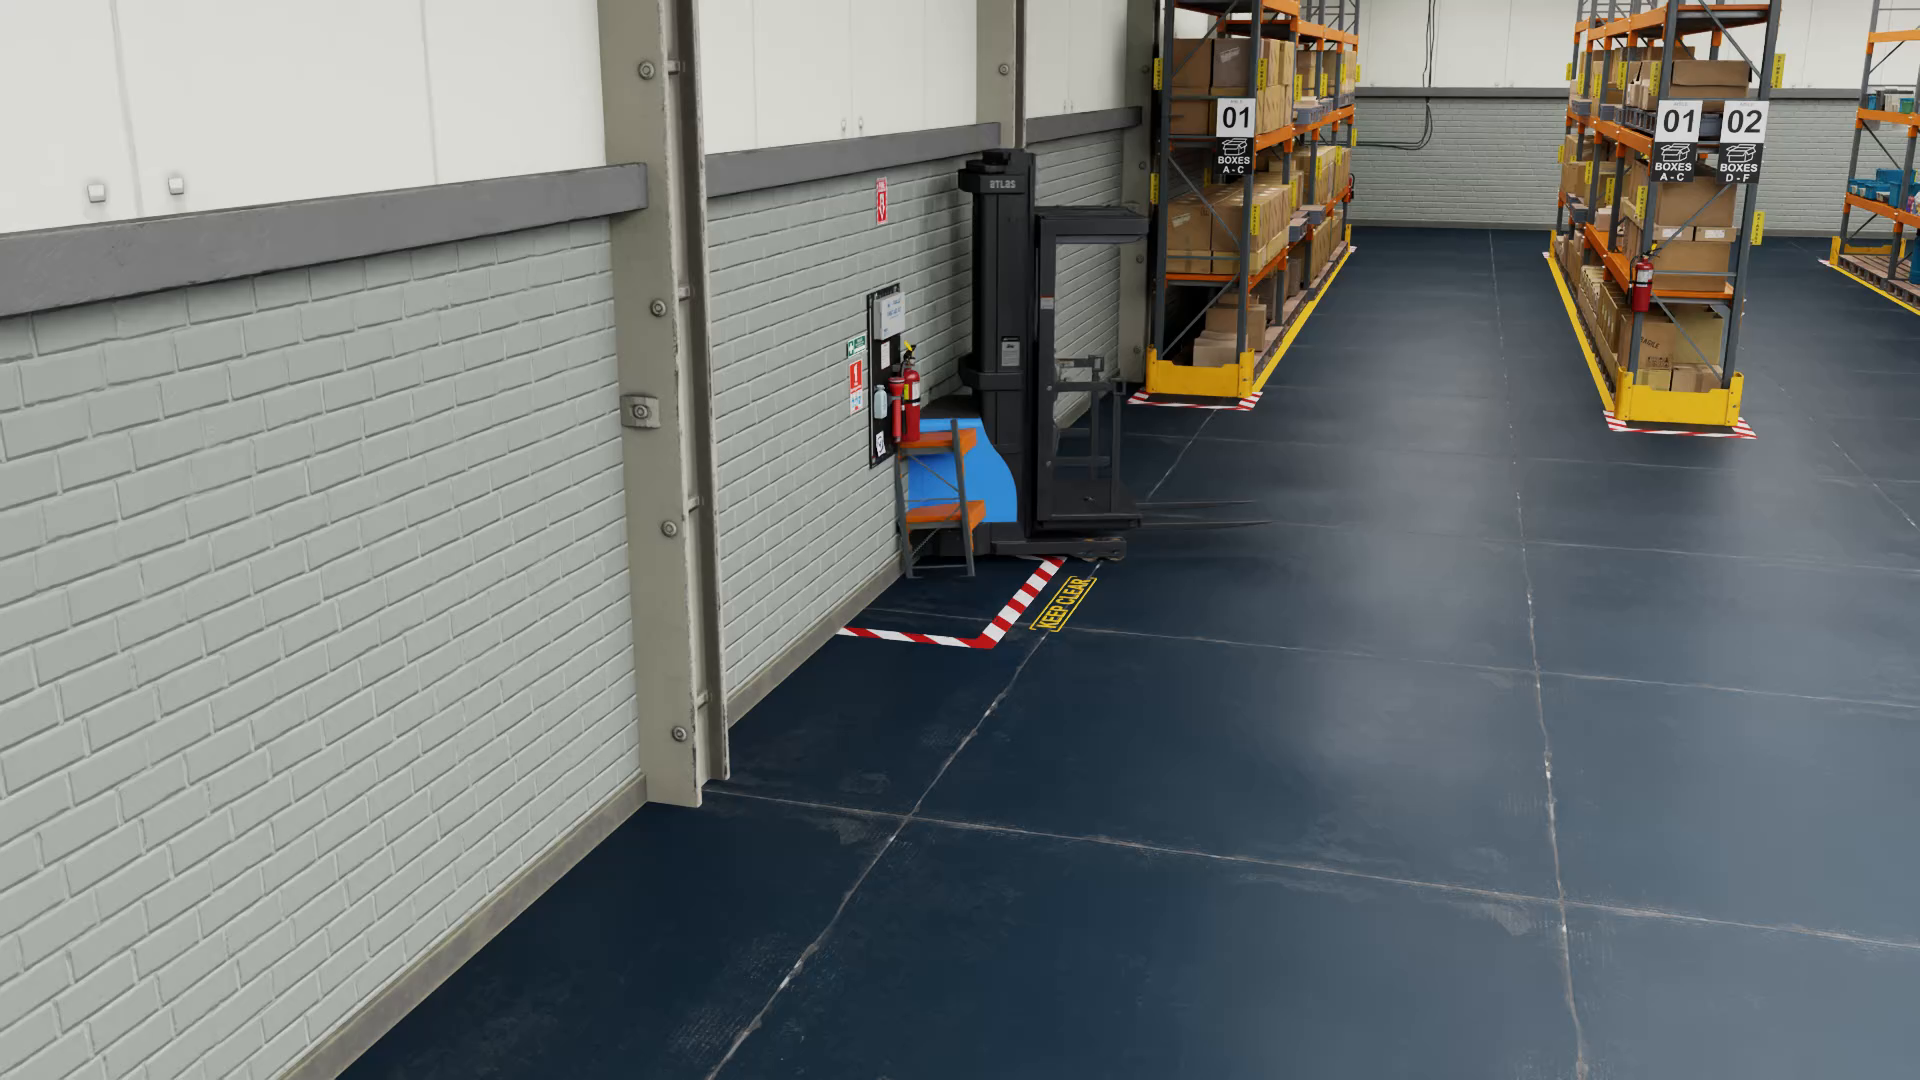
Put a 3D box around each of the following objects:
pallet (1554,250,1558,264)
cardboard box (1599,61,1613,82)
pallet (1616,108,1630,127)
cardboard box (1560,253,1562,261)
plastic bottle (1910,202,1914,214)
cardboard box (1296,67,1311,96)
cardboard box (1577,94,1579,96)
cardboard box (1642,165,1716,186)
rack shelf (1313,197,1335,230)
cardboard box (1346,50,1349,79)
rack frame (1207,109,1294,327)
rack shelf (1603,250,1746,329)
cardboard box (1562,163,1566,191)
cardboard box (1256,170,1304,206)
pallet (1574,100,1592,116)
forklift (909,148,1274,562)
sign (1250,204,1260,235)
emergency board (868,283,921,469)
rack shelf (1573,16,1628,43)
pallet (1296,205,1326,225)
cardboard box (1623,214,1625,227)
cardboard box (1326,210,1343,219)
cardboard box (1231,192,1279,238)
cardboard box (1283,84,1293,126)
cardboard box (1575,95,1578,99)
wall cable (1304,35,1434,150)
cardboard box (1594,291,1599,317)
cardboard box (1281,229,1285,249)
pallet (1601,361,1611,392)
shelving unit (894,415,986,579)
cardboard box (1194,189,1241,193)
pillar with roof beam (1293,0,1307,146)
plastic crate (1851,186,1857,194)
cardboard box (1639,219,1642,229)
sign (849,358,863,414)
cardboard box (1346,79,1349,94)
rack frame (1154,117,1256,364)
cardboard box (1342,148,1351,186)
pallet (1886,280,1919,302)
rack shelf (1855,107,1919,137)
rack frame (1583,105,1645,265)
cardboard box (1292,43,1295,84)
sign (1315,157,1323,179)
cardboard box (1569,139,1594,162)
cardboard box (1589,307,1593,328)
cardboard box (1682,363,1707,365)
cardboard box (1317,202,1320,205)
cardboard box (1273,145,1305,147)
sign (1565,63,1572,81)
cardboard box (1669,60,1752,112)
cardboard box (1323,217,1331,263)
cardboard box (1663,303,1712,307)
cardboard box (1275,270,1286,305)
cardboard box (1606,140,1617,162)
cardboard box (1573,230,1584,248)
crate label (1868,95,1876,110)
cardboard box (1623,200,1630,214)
[{"bbox_3d":[11.707,-5.311,31.169,1.003,0.211,1.213,5,16,16],"label":"pallet"},{"bbox_3d":[10.227,-7.101,25.735,0.600,0.600,0.600,4,16,14],"label":"cardboard box"},{"bbox_3d":[8.782,-5.325,20.959,0.805,0.209,1.217,4,16,14],"label":"pallet"},{"bbox_3d":[10.757,-4.949,29.199,0.380,0.149,0.250,5,16,16],"label":"cardboard box"},{"bbox_3d":[14.999,-5.225,26.118,0.097,0.201,0.097,0,16,0],"label":"plastic bottle"},{"bbox_3d":[5.011,-7.003,25.537,0.700,0.500,0.500,3,16,12],"label":"cardboard box"},{"bbox_3d":[10.841,-7.725,28.430,0.500,0.250,0.500,5,16,16],"label":"cardboard box"},{"bbox_3d":[7.996,-3.904,18.535,0.700,0.500,0.500,5,16,16],"label":"cardboard box"},{"bbox_3d":[5.499,-5.349,27.509,1.077,0.370,4.000,5,16,16],"label":"rack shelf"},{"bbox_3d":[6.679,-8.500,29.750,0.500,0.500,0.500,4,16,15],"label":"cardboard box"},{"bbox_3d":[3.794,-4.125,21.876,1.000,3.000,0.127,5,16,16],"label":"rack frame"},{"bbox_3d":[7.976,-2.873,18.779,1.077,0.370,4.000,5,16,16],"label":"rack shelf"},{"bbox_3d":[11.434,-6.699,30.766,0.500,0.500,0.500,4,16,15],"label":"cardboard box"},{"bbox_3d":[4.806,-5.308,25.056,0.700,0.500,0.500,3,16,9],"label":"cardboard box"},{"bbox_3d":[10.273,-6.751,25.981,1.213,0.211,1.003,5,16,16],"label":"pallet"},{"bbox_3d":[0.828,-1.393,12.370,3.031,2.935,1.130,-1,16,-4],"label":"forklift"},{"bbox_3d":[3.177,-3.453,17.920,0.100,0.325,0.005,5,16,16],"label":"sign"},{"bbox_3d":[-0.417,-1.116,11.265,0.194,1.169,0.643,5,16,16],"label":"emergency board"},{"bbox_3d":[11.386,-8.897,29.029,1.077,0.370,4.000,5,16,16],"label":"rack shelf"},{"bbox_3d":[4.830,-4.885,24.905,1.213,0.211,1.003,5,16,16],"label":"pallet"},{"bbox_3d":[8.928,-4.128,21.701,0.500,0.500,0.500,6,17,20],"label":"cardboard box"},{"bbox_3d":[7.167,-6.271,32.063,0.380,0.149,0.250,5,17,17],"label":"cardboard box"},{"bbox_3d":[3.519,-3.878,19.868,0.500,0.500,0.500,5,17,18],"label":"cardboard box"},{"bbox_3d":[3.886,-5.474,20.915,0.500,0.500,0.500,5,17,17],"label":"cardboard box"},{"bbox_3d":[10.987,-7.615,28.959,0.500,0.250,0.500,5,16,16],"label":"cardboard box"},{"bbox_3d":[9.154,-10.109,37.669,3.097,2.526,0.112,5,16,16],"label":"wall cable"},{"bbox_3d":[8.384,-3.019,21.219,0.500,0.311,0.500,5,16,16],"label":"cardboard box"},{"bbox_3d":[3.800,-3.786,20.917,0.500,0.250,0.500,5,17,16],"label":"cardboard box"},{"bbox_3d":[7.933,-1.876,19.055,1.003,0.211,1.213,5,16,16],"label":"pallet"},{"bbox_3d":[-0.072,-0.409,12.150,0.538,1.125,1.048,-3,14,16],"label":"shelving unit"},{"bbox_3d":[3.162,-4.052,20.481,0.500,0.500,0.500,5,17,17],"label":"cardboard box"},{"bbox_3d":[11.269,-10.590,33.676,9.100,9.000,0.400,5,16,16],"label":"pillar with roof beam"},{"bbox_3d":[16.146,-6.282,29.853,0.250,0.136,0.298,5,16,16],"label":"plastic crate"},{"bbox_3d":[7.700,-3.509,18.333,0.380,0.149,0.250,5,17,17],"label":"cardboard box"},{"bbox_3d":[-0.673,-0.996,10.779,0.001,0.329,0.234,5,16,16],"label":"sign"},{"bbox_3d":[6.813,-8.267,30.302,0.500,0.250,0.500,4,16,14],"label":"cardboard box"},{"bbox_3d":[2.657,-3.079,18.187,1.000,3.000,0.127,5,16,16],"label":"rack frame"},{"bbox_3d":[7.069,-7.275,32.431,0.980,0.700,0.700,5,17,18],"label":"cardboard box"},{"bbox_3d":[15.306,-3.910,26.227,1.003,0.211,1.213,5,16,16],"label":"pallet"},{"bbox_3d":[16.134,-7.070,28.080,1.077,0.370,4.000,5,16,16],"label":"rack shelf"},{"bbox_3d":[9.681,-4.789,24.215,1.000,3.000,0.127,5,16,16],"label":"rack frame"},{"bbox_3d":[3.911,-5.955,20.778,0.500,0.500,0.500,3,16,11],"label":"cardboard box"},{"bbox_3d":[5.453,-5.651,25.279,0.100,0.325,0.005,5,16,16],"label":"sign"},{"bbox_3d":[11.000,-6.783,29.230,0.500,0.500,0.500,5,17,16],"label":"cardboard box"},{"bbox_3d":[8.530,-2.884,21.771,0.500,0.250,0.500,4,16,15],"label":"cardboard box"},{"bbox_3d":[7.912,-1.829,18.050,0.500,0.250,0.500,5,16,16],"label":"cardboard box"},{"bbox_3d":[5.483,-5.257,26.290,0.380,0.149,0.250,5,17,18],"label":"cardboard box"},{"bbox_3d":[5.687,-6.680,28.743,0.500,0.250,0.500,5,17,18],"label":"cardboard box"},{"bbox_3d":[11.434,-8.787,31.213,0.100,0.325,0.005,5,16,16],"label":"sign"},{"bbox_3d":[7.575,-4.608,16.865,0.797,0.503,0.637,6,17,20],"label":"cardboard box"},{"bbox_3d":[6.007,-5.206,28.856,0.750,0.750,0.750,5,17,17],"label":"cardboard box"},{"bbox_3d":[8.202,-2.451,18.868,0.500,0.500,0.500,5,16,16],"label":"cardboard box"},{"bbox_3d":[4.269,-3.598,23.791,0.700,0.500,0.500,5,17,17],"label":"cardboard box"},{"bbox_3d":[11.367,-6.601,28.588,0.500,0.500,0.500,4,16,14],"label":"cardboard box"},{"bbox_3d":[10.162,-4.836,26.781,0.500,0.250,0.500,5,16,16],"label":"cardboard box"},{"bbox_3d":[16.130,-7.652,29.084,0.408,0.251,0.502,5,16,16],"label":"crate label"},{"bbox_3d":[8.282,-4.047,20.228,0.380,0.149,0.250,5,16,16],"label":"cardboard box"}]
